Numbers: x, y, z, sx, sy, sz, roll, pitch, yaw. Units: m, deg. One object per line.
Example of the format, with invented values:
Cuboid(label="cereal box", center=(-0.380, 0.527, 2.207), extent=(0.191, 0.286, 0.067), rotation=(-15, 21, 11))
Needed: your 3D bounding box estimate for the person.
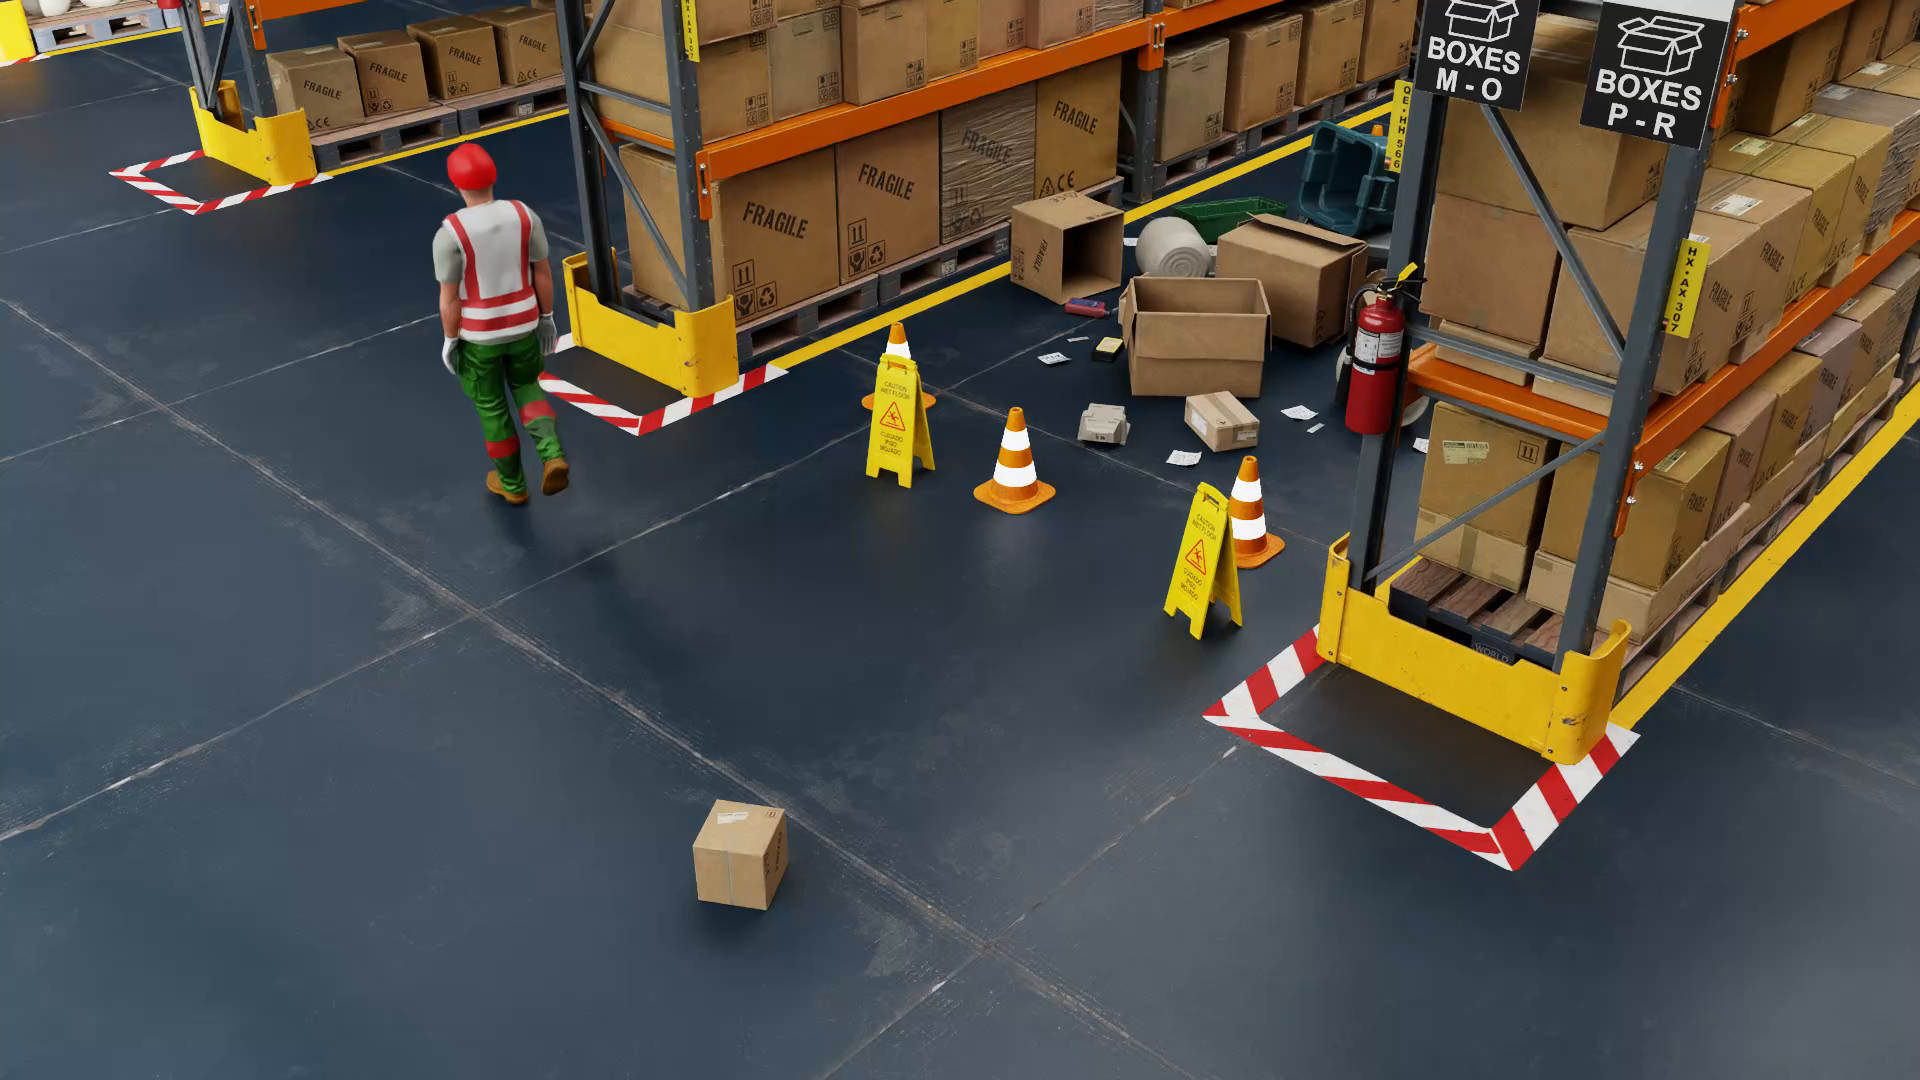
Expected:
Cuboid(label="person", center=(-2.117, -0.962, 7.663), extent=(0.542, 1.782, 0.550), rotation=(-22, 37, -32))
